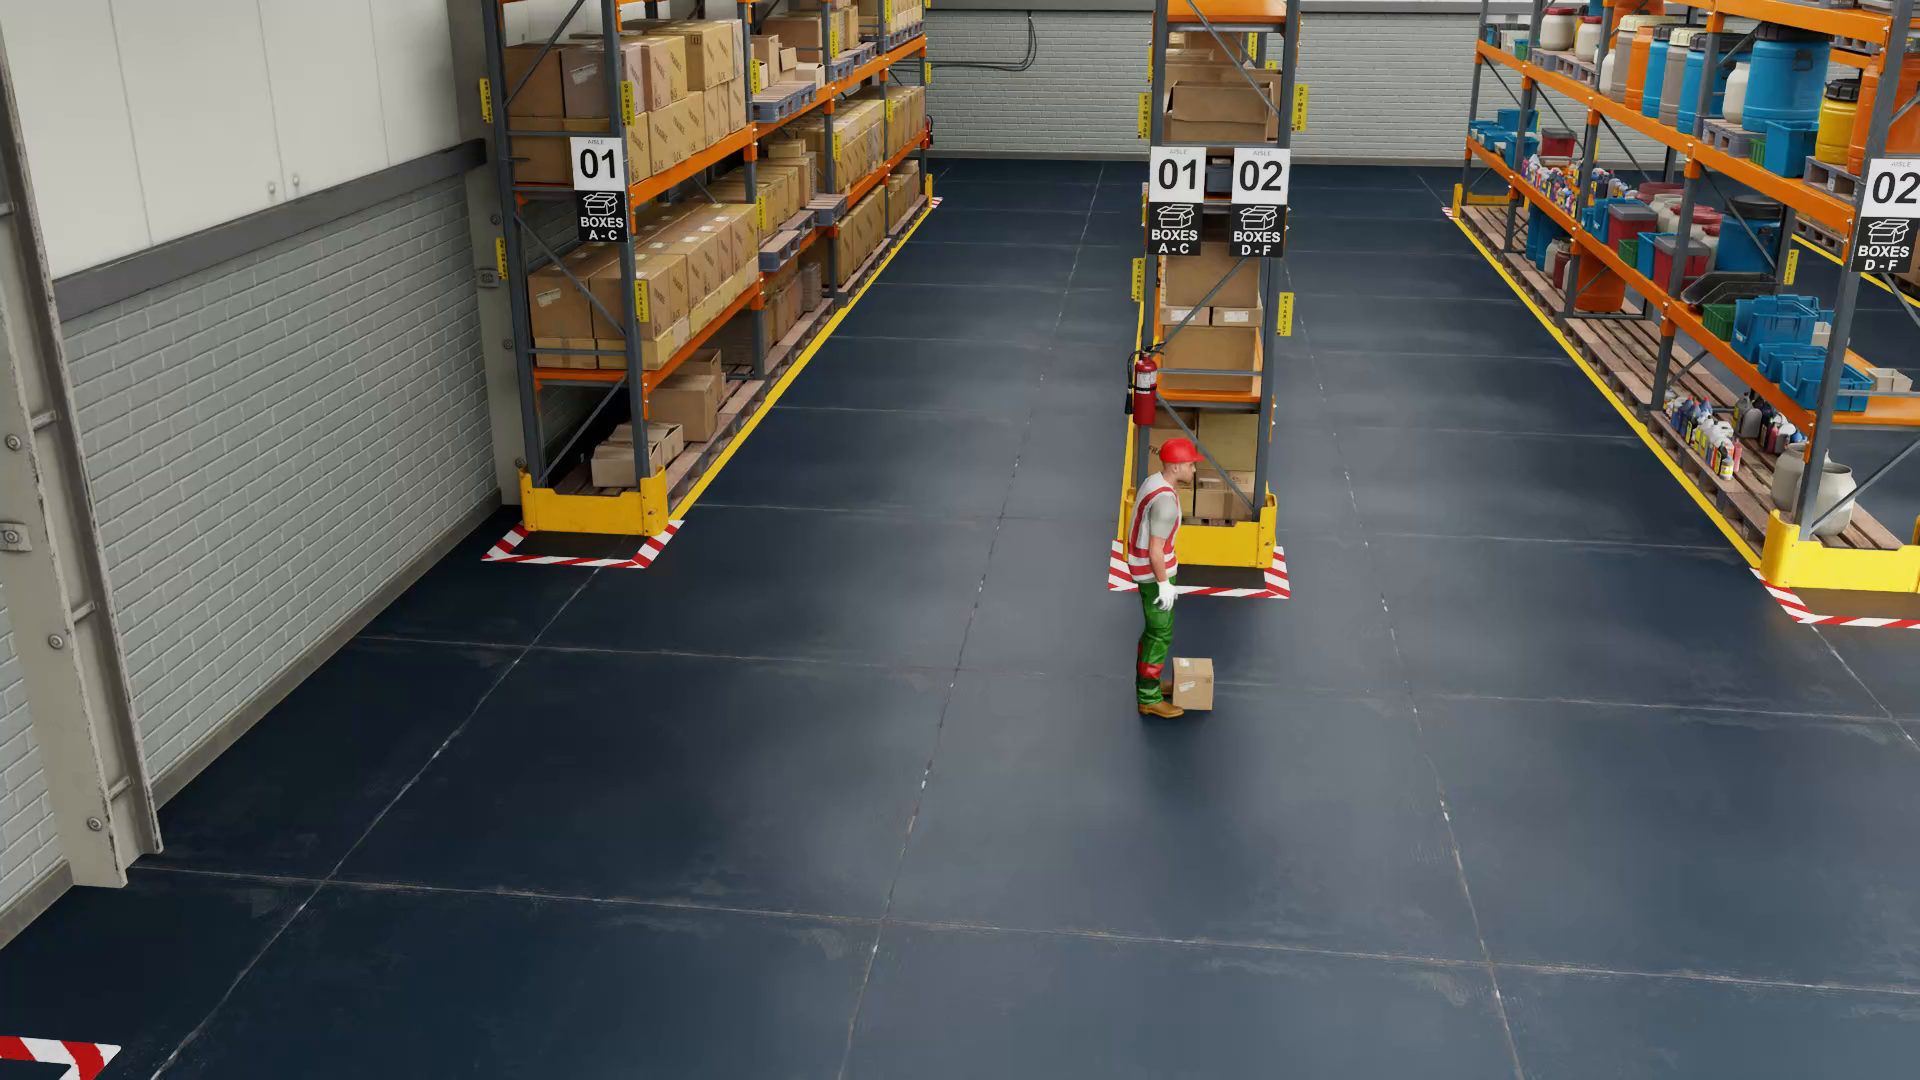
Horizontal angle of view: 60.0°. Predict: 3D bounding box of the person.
[{"bbox_3d":[1.281,0.212,10.509,0.456,1.778,0.617,2,21,6],"label":"person"}]
